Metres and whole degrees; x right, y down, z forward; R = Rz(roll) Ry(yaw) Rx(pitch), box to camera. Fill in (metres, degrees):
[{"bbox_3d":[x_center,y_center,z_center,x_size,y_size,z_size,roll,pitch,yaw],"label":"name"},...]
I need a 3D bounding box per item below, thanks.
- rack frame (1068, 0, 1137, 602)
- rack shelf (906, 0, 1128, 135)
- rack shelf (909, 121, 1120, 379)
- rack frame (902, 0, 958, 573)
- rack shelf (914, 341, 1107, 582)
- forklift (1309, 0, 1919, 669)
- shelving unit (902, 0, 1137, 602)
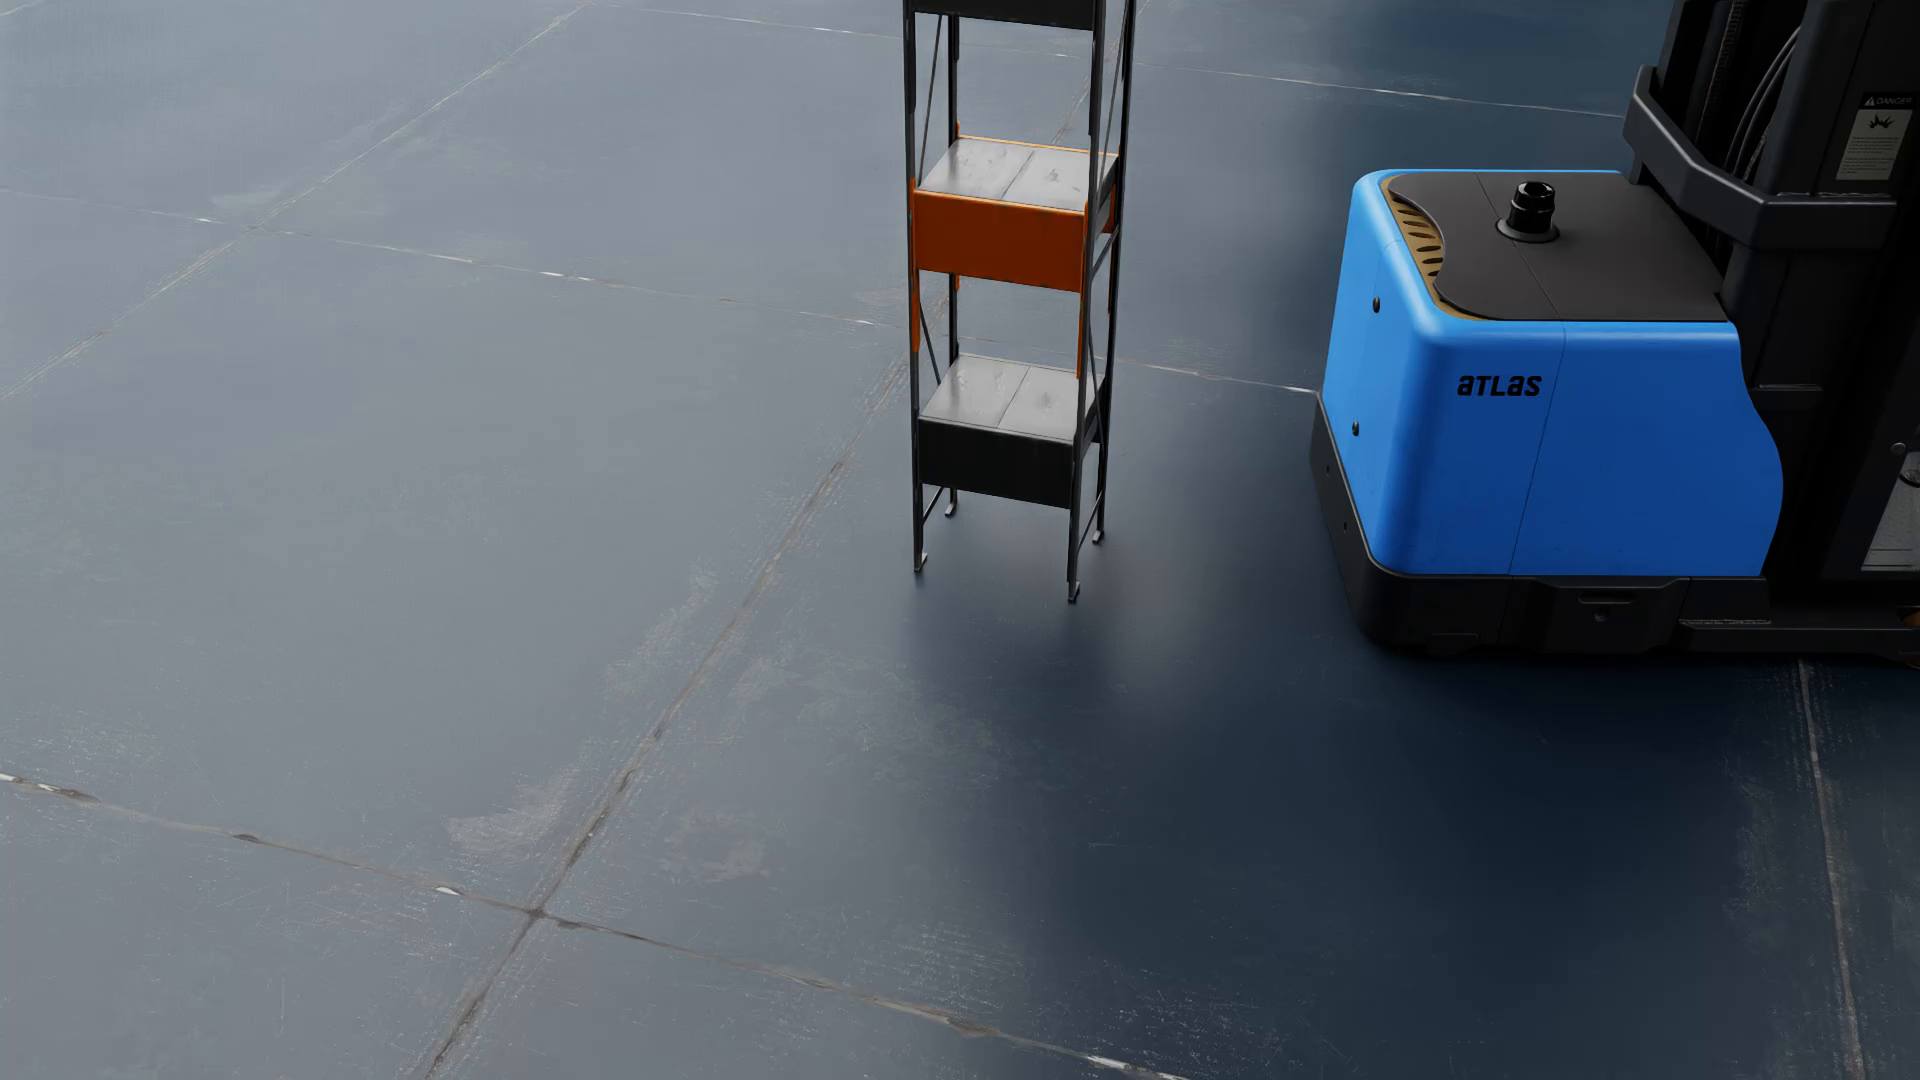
[{"bbox_3d":[0.391,-0.773,4.529,0.015,2.100,0.400,10,38,14],"label":"rack frame"},{"bbox_3d":[0.158,-1.369,4.181,0.480,0.518,0.431,10,38,14],"label":"rack shelf"},{"bbox_3d":[0.158,-0.805,4.596,0.480,0.518,0.431,10,38,14],"label":"rack shelf"},{"bbox_3d":[-0.075,-0.860,4.646,0.015,2.100,0.400,10,38,14],"label":"rack frame"},{"bbox_3d":[0.158,-0.242,5.011,0.480,0.518,0.431,10,38,14],"label":"rack shelf"},{"bbox_3d":[2.663,-1.130,4.312,3.031,2.935,1.130,0,36,0],"label":"forklift"},{"bbox_3d":[0.158,-0.816,4.588,0.503,2.100,0.431,10,38,14],"label":"shelving unit"}]
